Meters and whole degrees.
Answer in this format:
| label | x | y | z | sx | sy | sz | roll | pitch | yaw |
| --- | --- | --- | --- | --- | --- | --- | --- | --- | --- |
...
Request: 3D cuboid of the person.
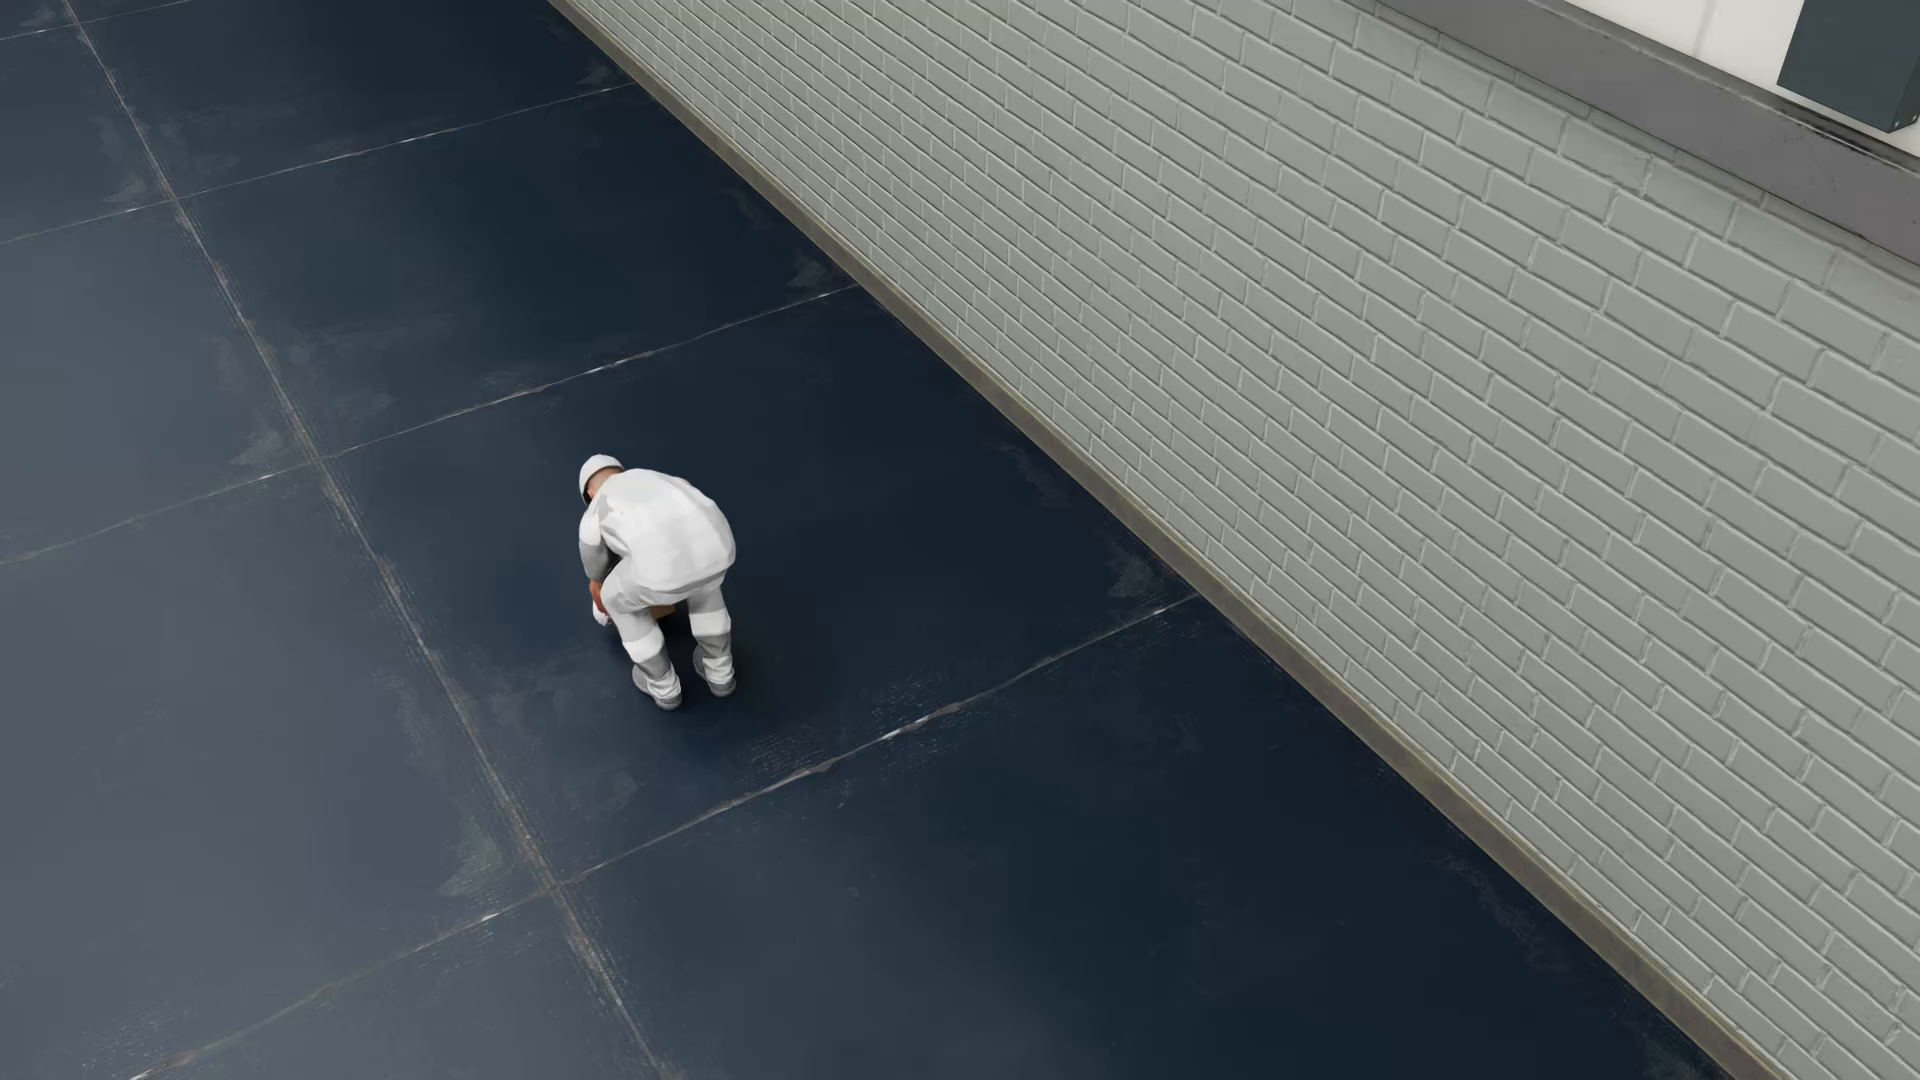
| label | x | y | z | sx | sy | sz | roll | pitch | yaw |
| --- | --- | --- | --- | --- | --- | --- | --- | --- | --- |
| person | -1.217 | 0.123 | 6.591 | 0.517 | 1.010 | 0.952 | -25 | 46 | -26 |
